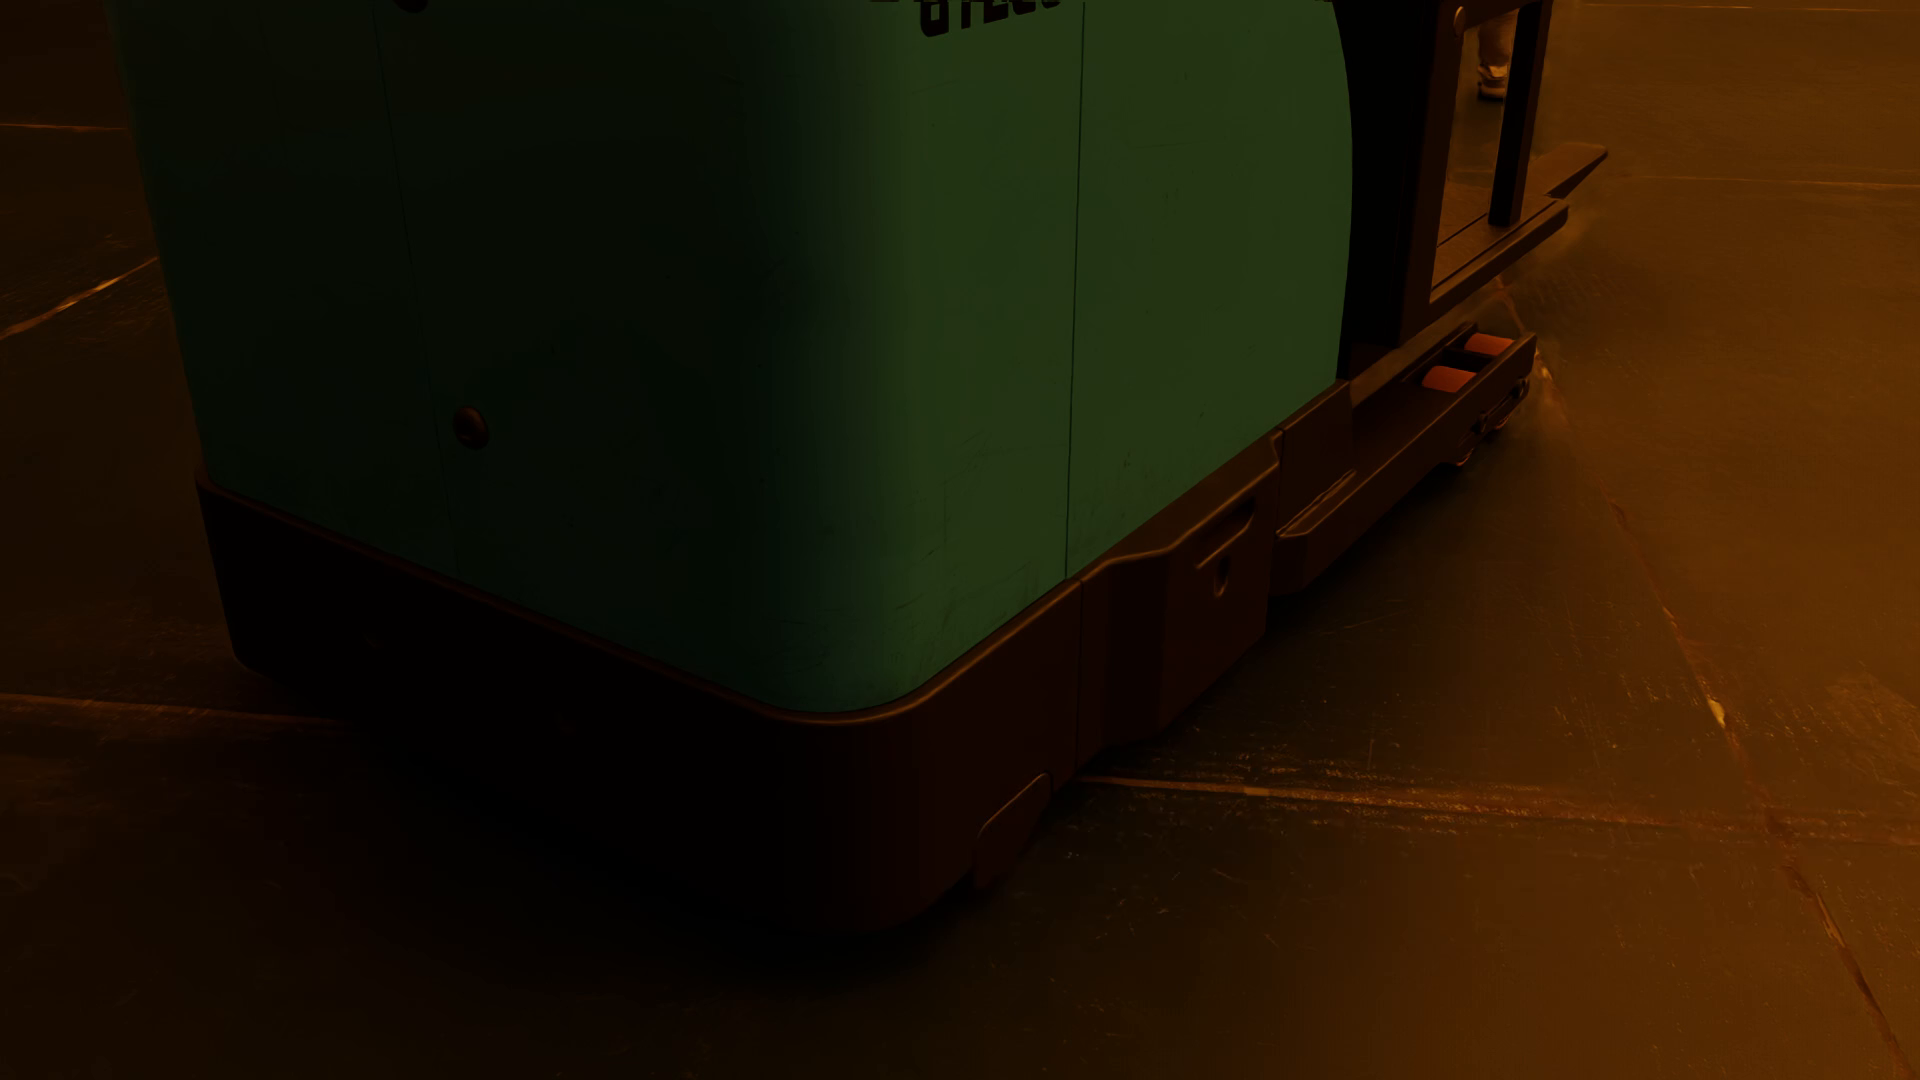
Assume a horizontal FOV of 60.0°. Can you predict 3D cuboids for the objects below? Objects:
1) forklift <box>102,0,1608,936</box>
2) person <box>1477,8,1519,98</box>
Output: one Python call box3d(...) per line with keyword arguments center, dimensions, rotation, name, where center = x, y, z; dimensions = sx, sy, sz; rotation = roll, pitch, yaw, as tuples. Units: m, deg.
box3d(center=(0.340, -1.540, 2.303), dimensions=(1.130, 2.935, 3.031), rotation=(17, 31, 31), name="forklift")
box3d(center=(1.508, -2.208, 4.932), dimensions=(0.666, 1.765, 0.577), rotation=(2, 27, 4), name="person")
